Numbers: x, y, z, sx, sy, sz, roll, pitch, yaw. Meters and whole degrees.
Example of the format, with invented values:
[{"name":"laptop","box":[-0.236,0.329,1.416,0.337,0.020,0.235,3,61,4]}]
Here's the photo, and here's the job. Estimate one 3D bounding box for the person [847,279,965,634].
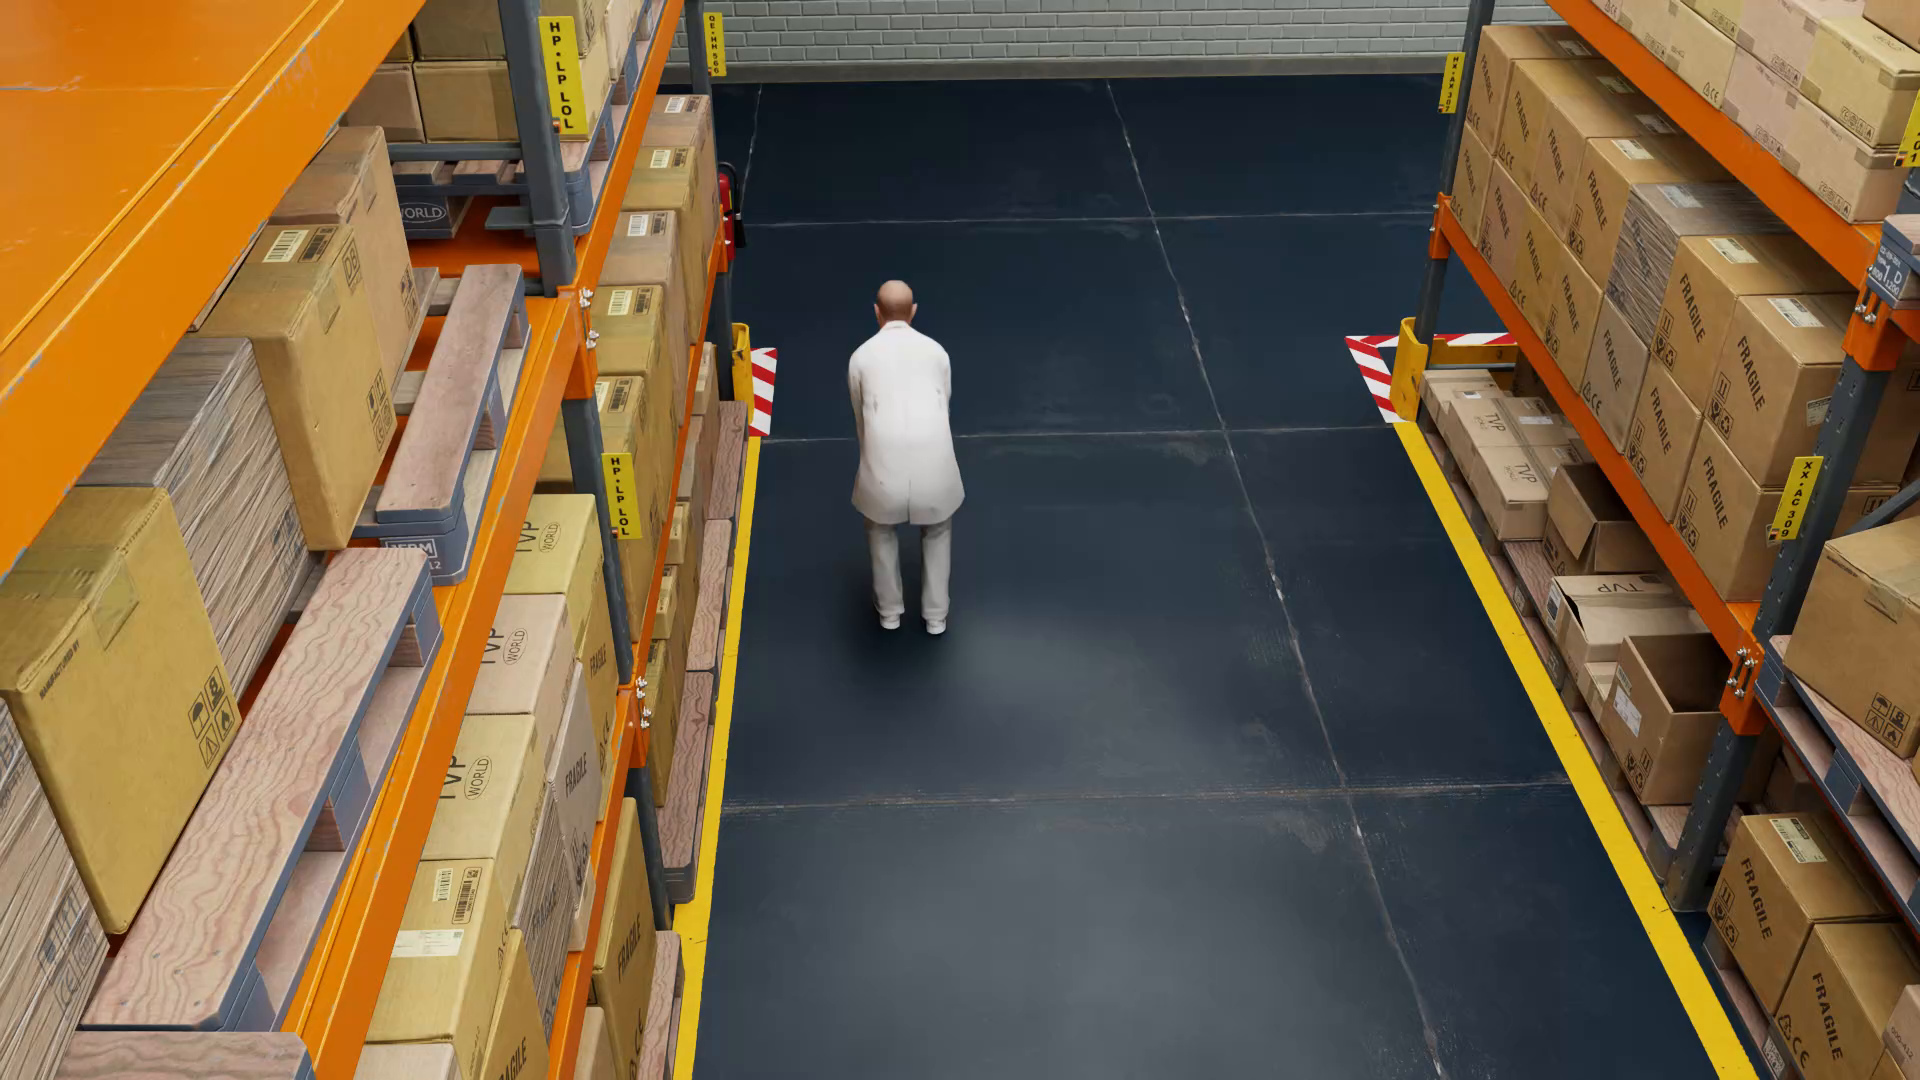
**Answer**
[{"name":"person","box":[-0.254,-0.370,7.823,0.536,1.633,0.697,-3,35,-4]}]
